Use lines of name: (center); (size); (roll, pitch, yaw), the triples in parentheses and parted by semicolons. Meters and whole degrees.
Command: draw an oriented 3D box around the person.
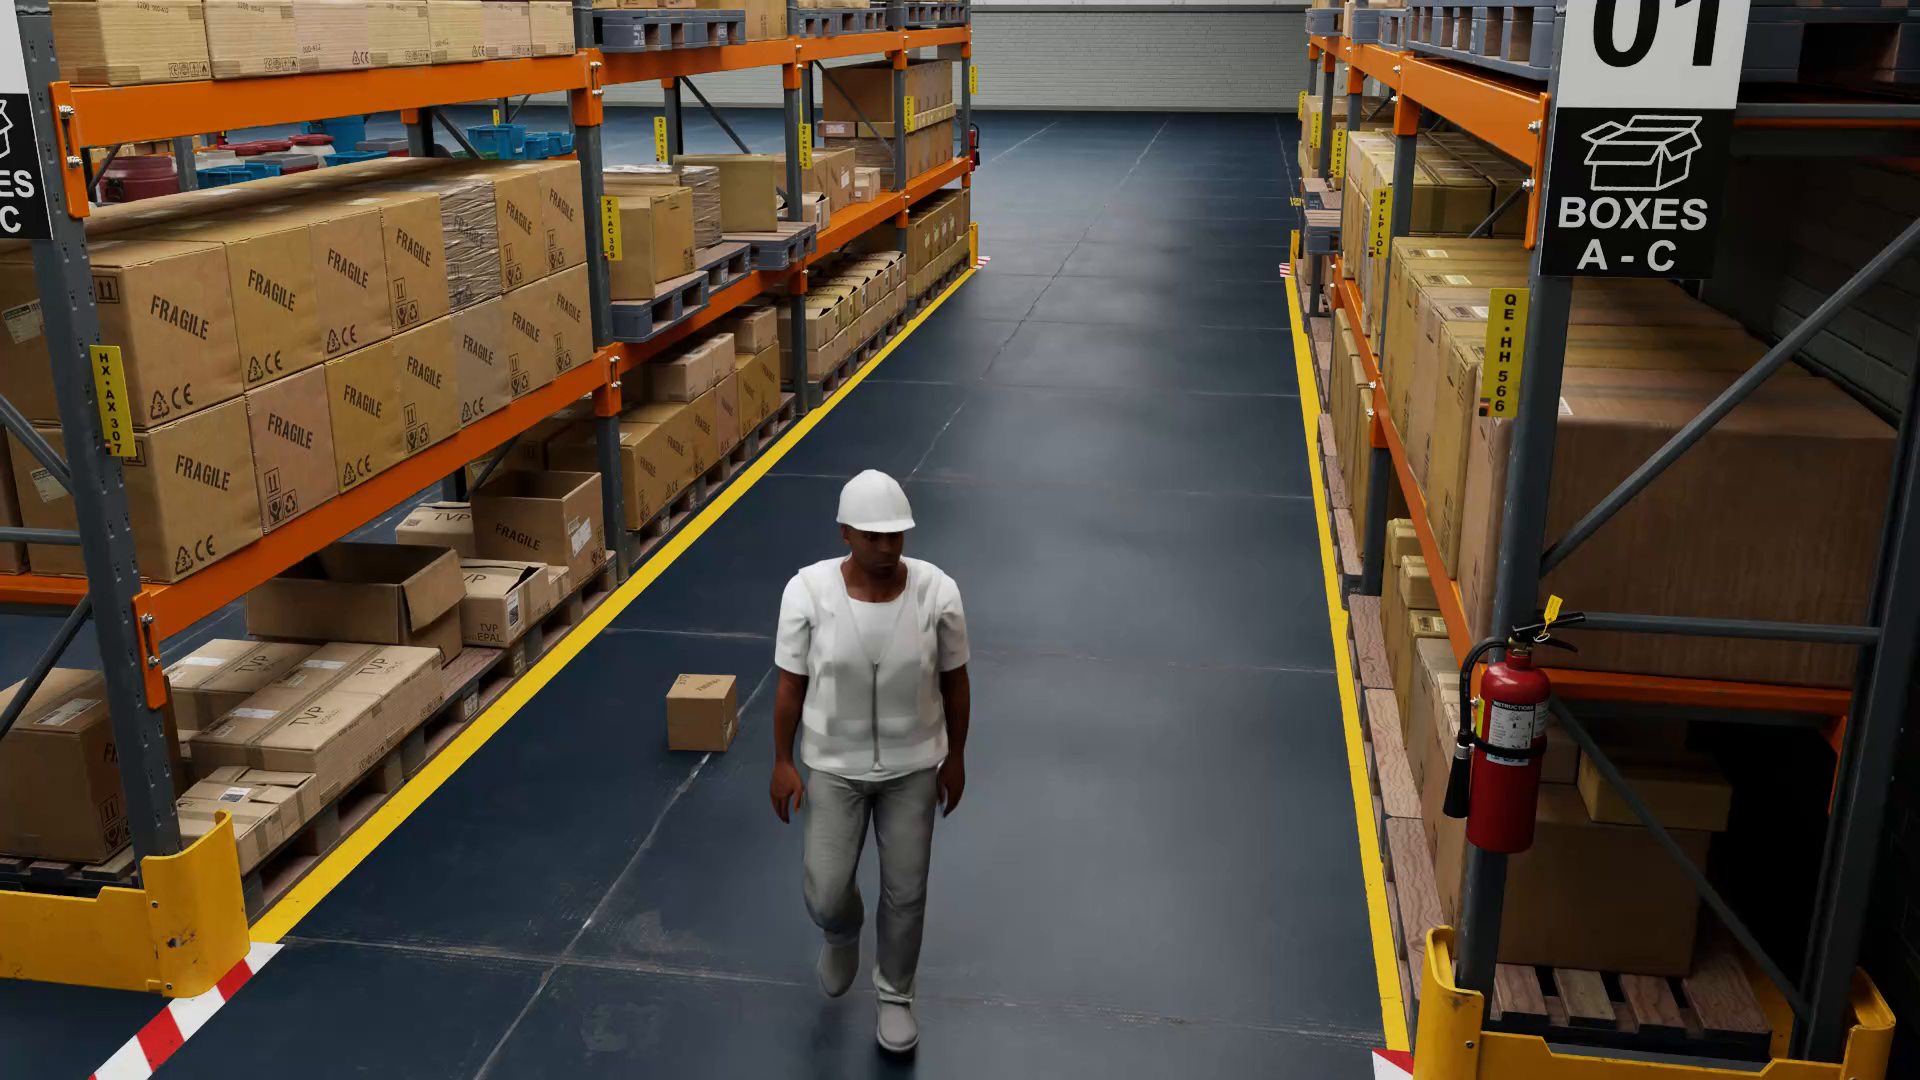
person: (-0.263, 0.643, 4.913); (0.601, 1.755, 0.510); (-2, 18, -7)
